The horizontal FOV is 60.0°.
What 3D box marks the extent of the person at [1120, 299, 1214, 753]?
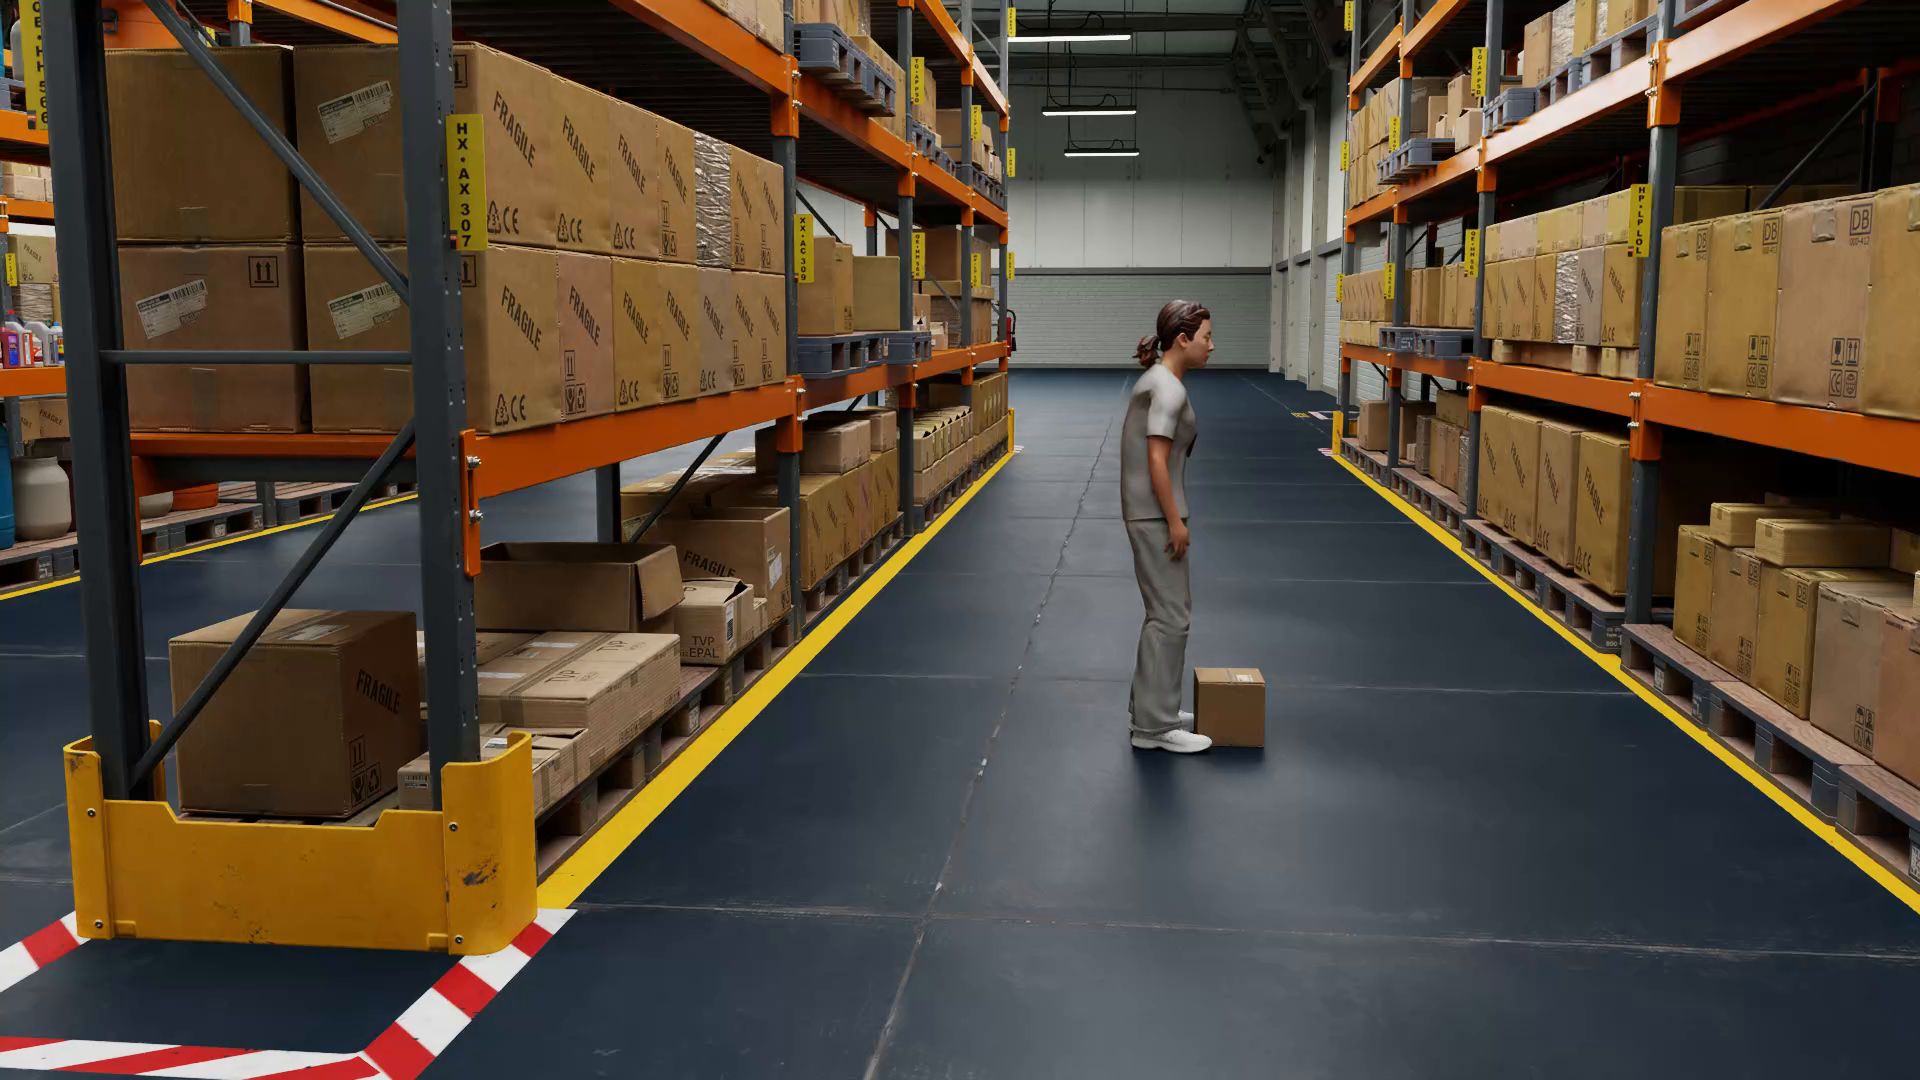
[{"bbox_3d":[0.784,-0.067,6.297,0.357,1.673,0.486,1,8,7],"label":"person"}]
